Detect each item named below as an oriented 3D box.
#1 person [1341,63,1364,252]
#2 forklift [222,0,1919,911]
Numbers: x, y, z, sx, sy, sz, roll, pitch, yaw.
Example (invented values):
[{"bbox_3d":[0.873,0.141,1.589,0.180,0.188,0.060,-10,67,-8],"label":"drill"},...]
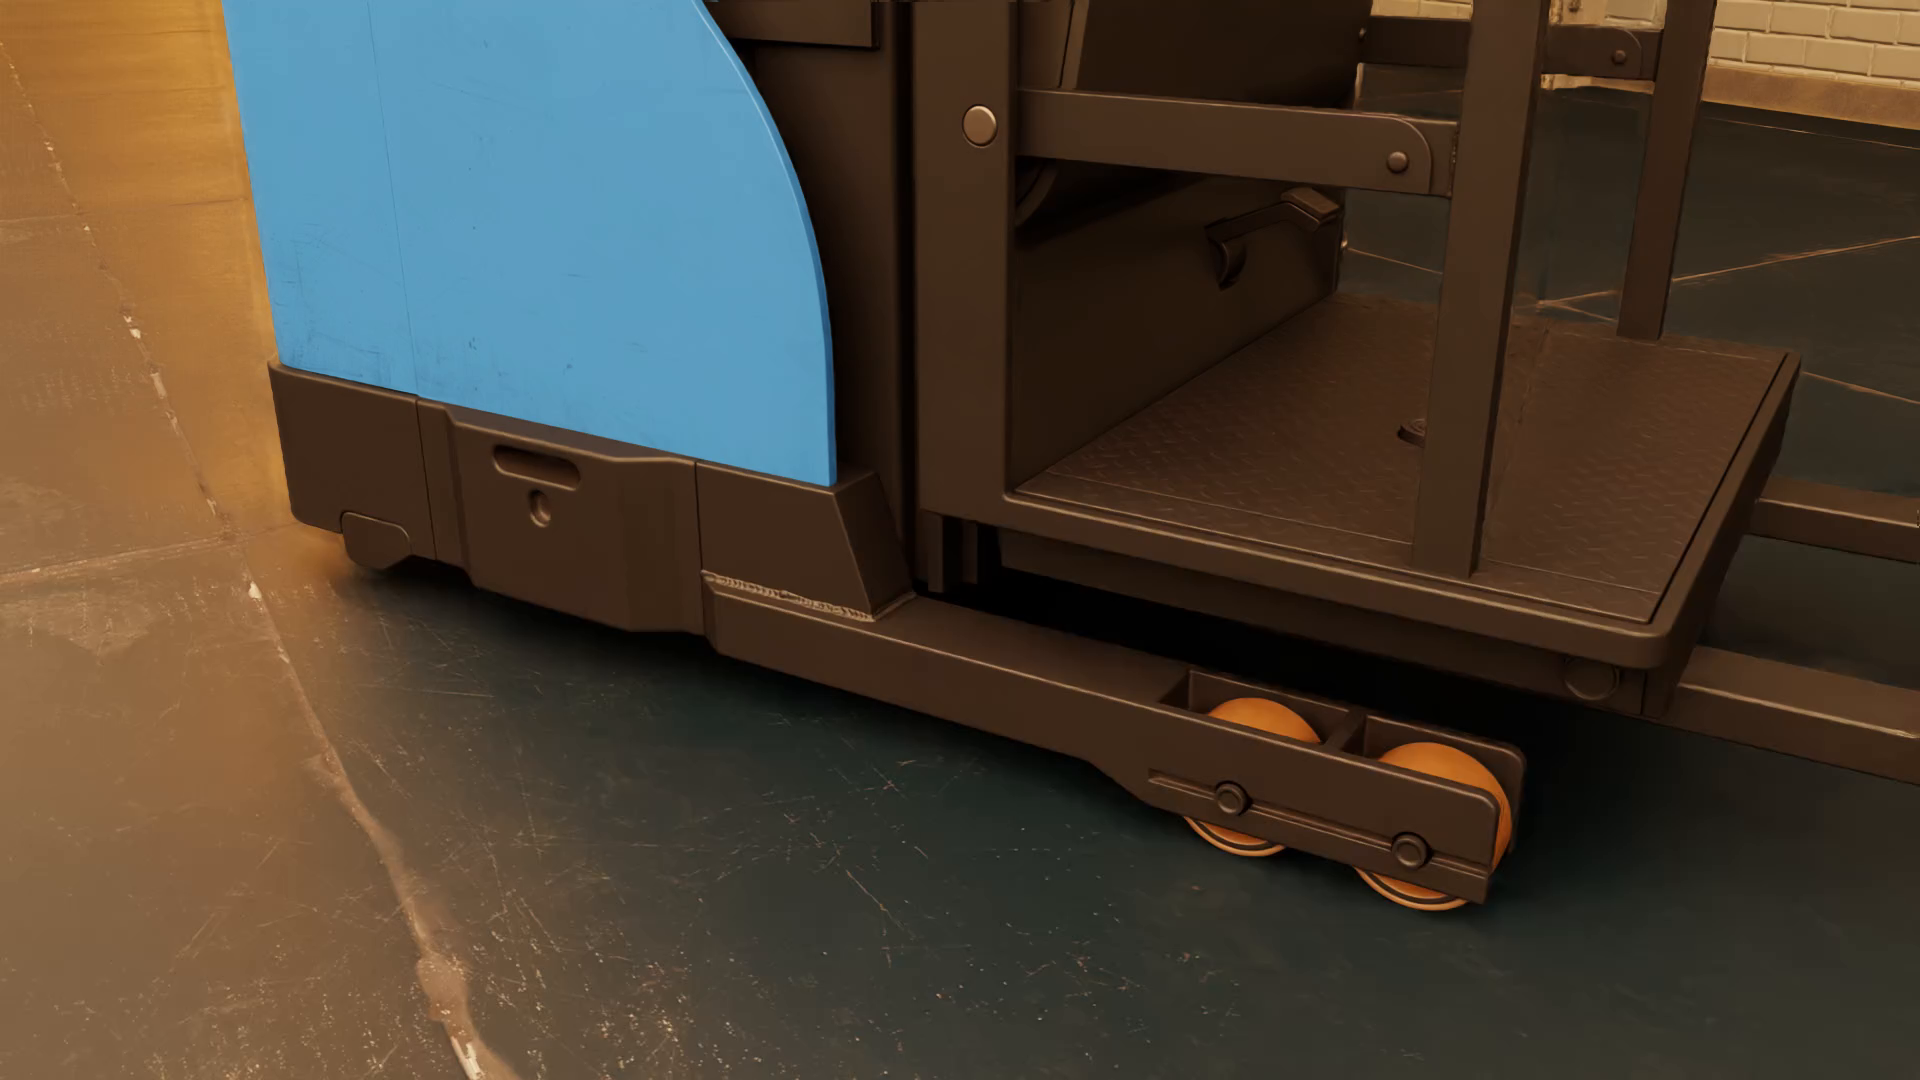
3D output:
[{"bbox_3d":[0.777,-1.452,4.375,0.811,1.452,0.793,-8,24,-19],"label":"person"},{"bbox_3d":[0.498,-1.207,1.714,3.031,2.935,1.130,13,26,28],"label":"forklift"}]
